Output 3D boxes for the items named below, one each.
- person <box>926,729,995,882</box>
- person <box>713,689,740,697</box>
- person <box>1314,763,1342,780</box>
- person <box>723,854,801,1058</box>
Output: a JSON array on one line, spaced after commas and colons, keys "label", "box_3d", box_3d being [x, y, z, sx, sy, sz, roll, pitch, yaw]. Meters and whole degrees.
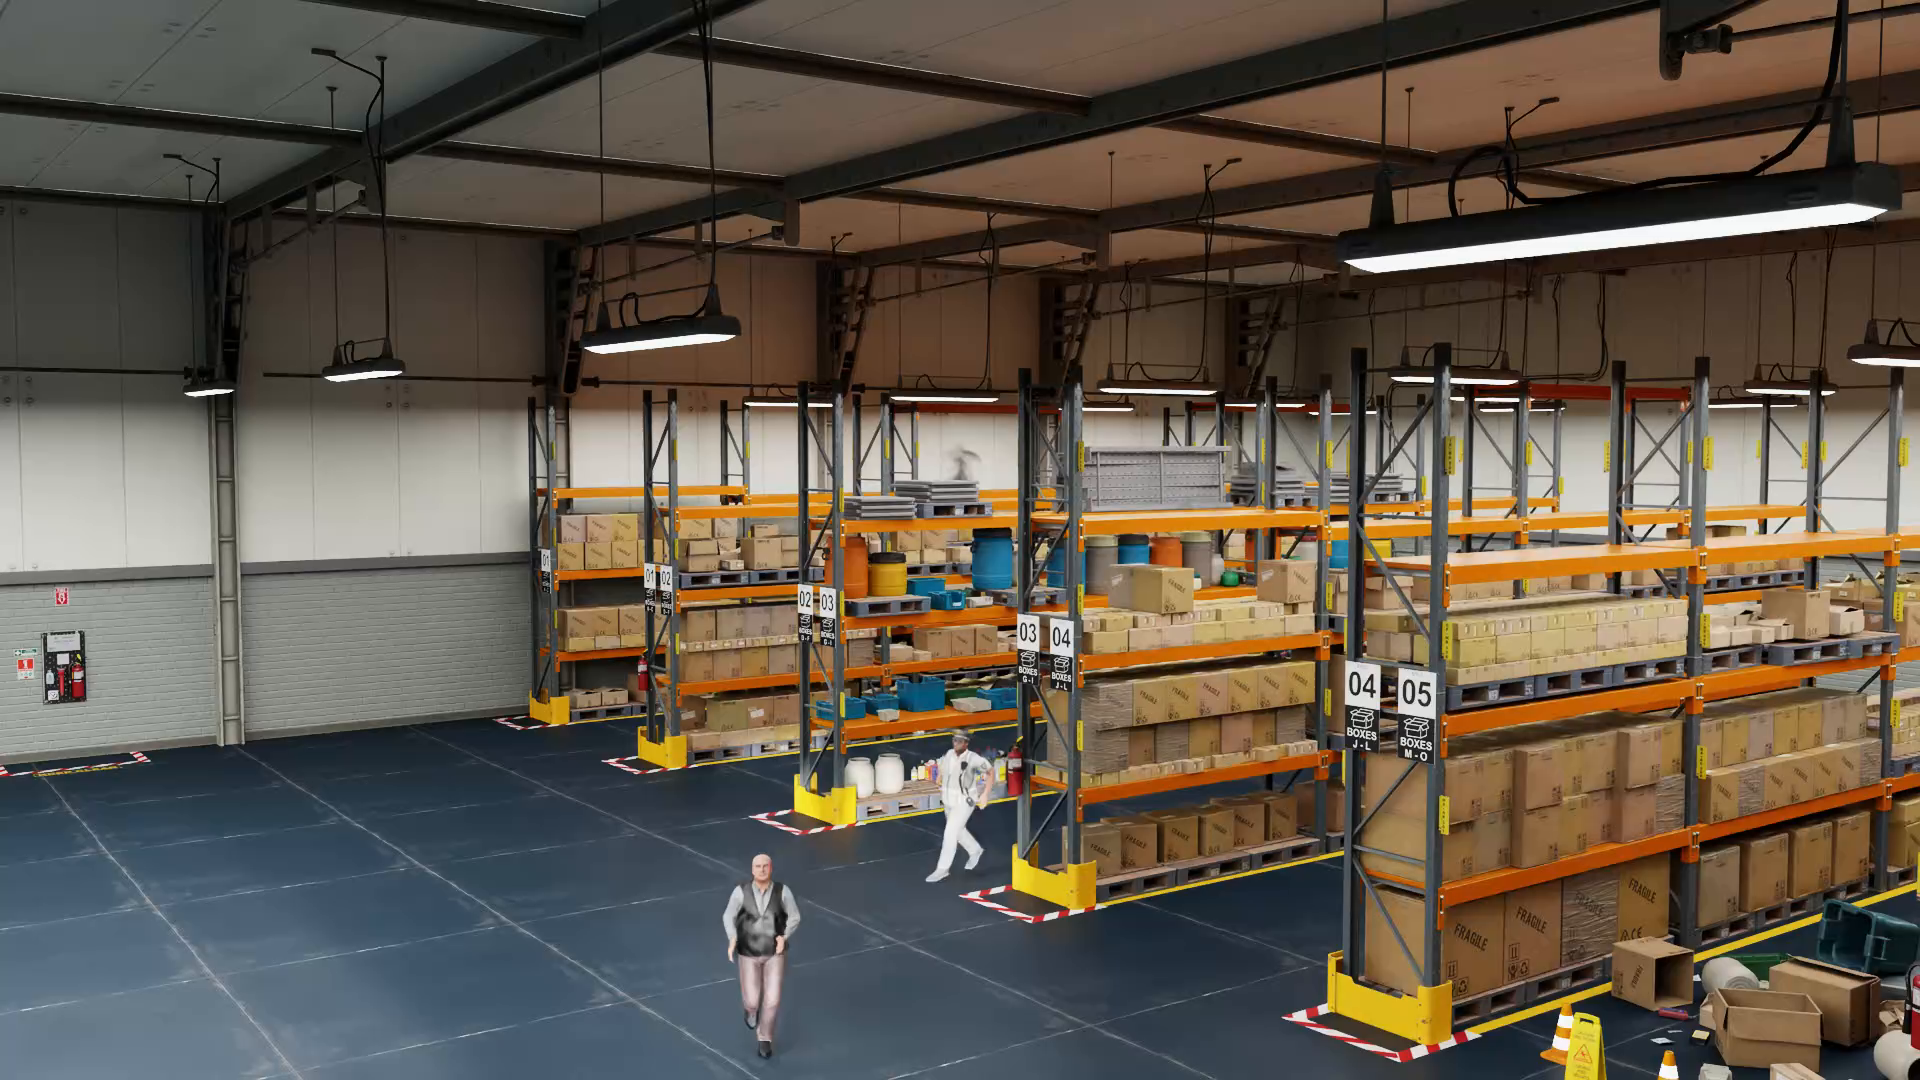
[{"label": "person", "box_3d": [-0.024, 3.099, 19.709, 0.990, 1.760, 0.696, -3, 4, -41]}, {"label": "person", "box_3d": [-4.042, 2.558, 29.296, 0.849, 1.808, 0.570, -3, 5, -43]}, {"label": "person", "box_3d": [5.692, 2.790, 25.467, 0.699, 1.765, 0.885, 3, 5, 43]}, {"label": "person", "box_3d": [-1.677, 3.500, 14.106, 0.660, 1.683, 0.585, 0, 3, -7]}]
